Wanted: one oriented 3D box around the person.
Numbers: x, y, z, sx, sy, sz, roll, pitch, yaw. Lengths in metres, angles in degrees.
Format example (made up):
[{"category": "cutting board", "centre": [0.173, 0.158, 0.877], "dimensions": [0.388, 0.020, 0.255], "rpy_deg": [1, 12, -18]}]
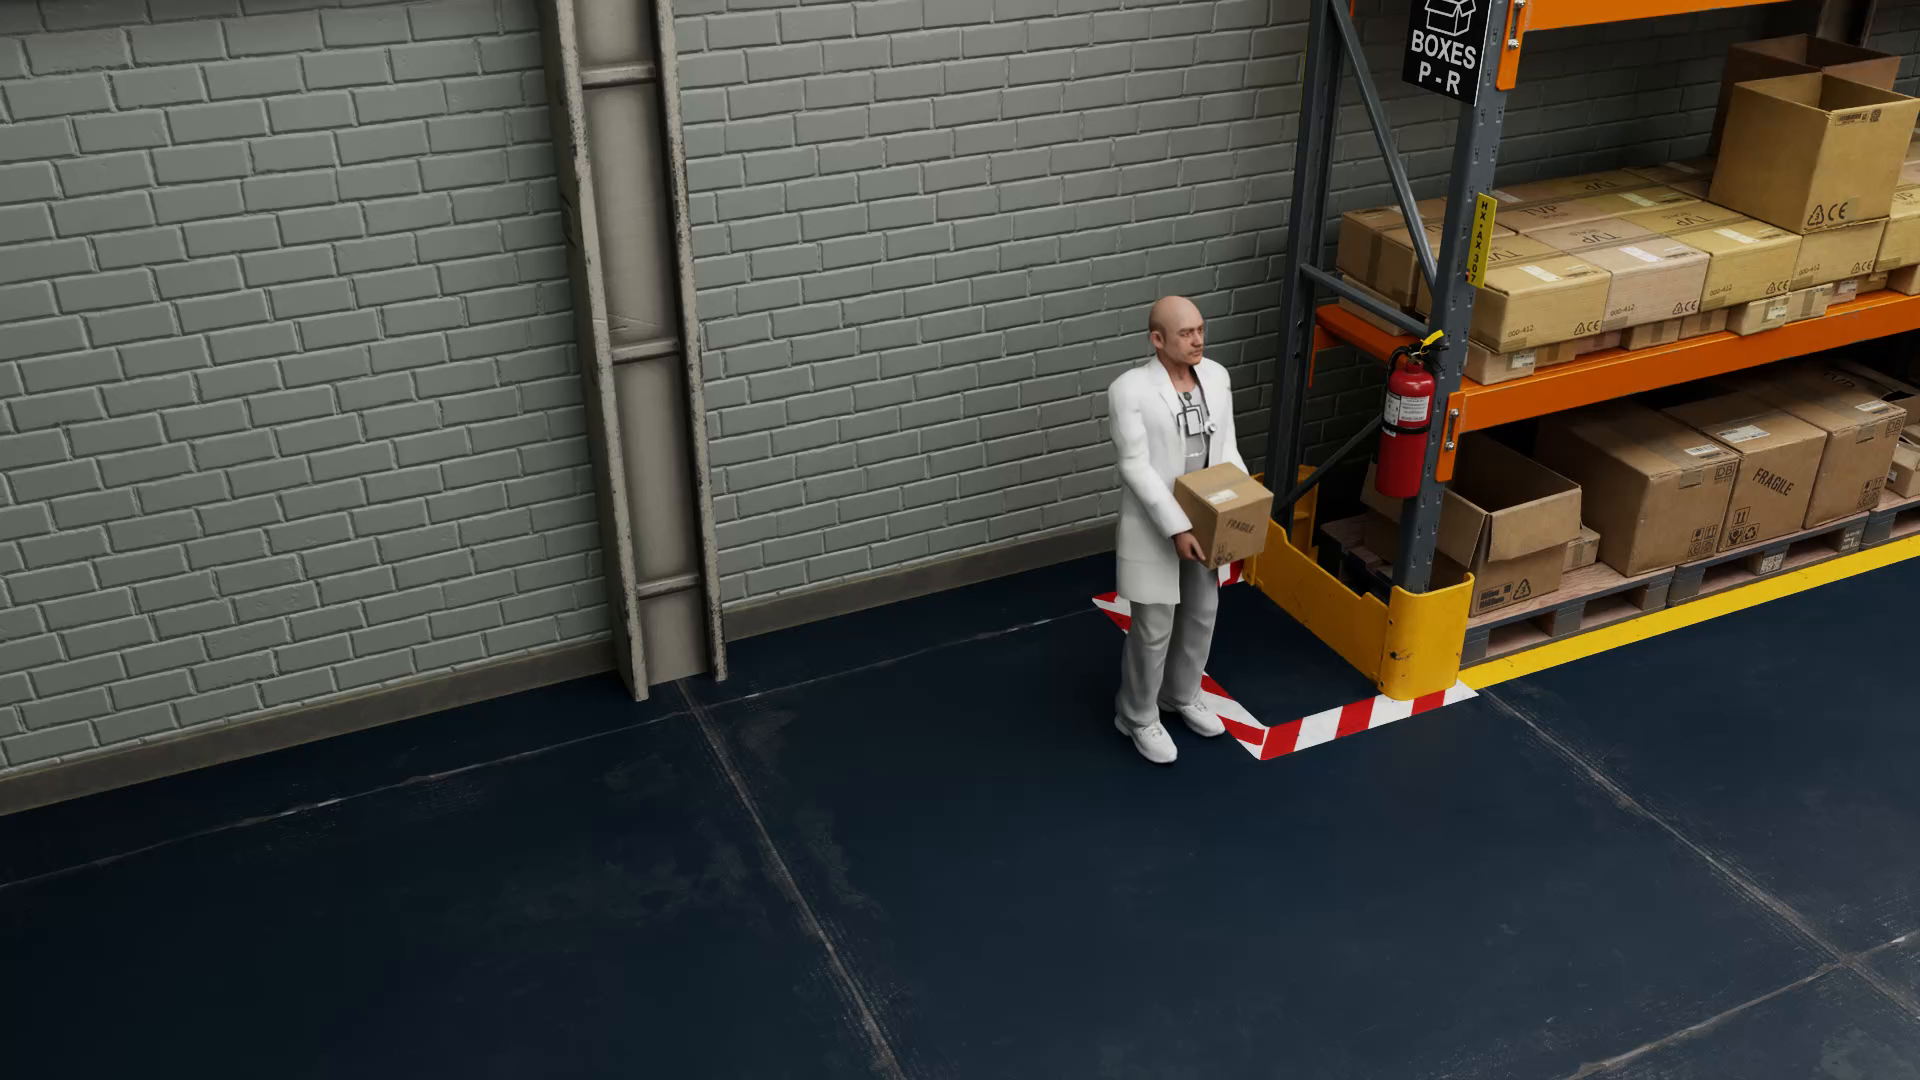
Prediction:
[{"category": "person", "centre": [0.840, -0.007, 6.159], "dimensions": [0.527, 1.769, 0.554], "rpy_deg": [-16, 33, -27]}]
